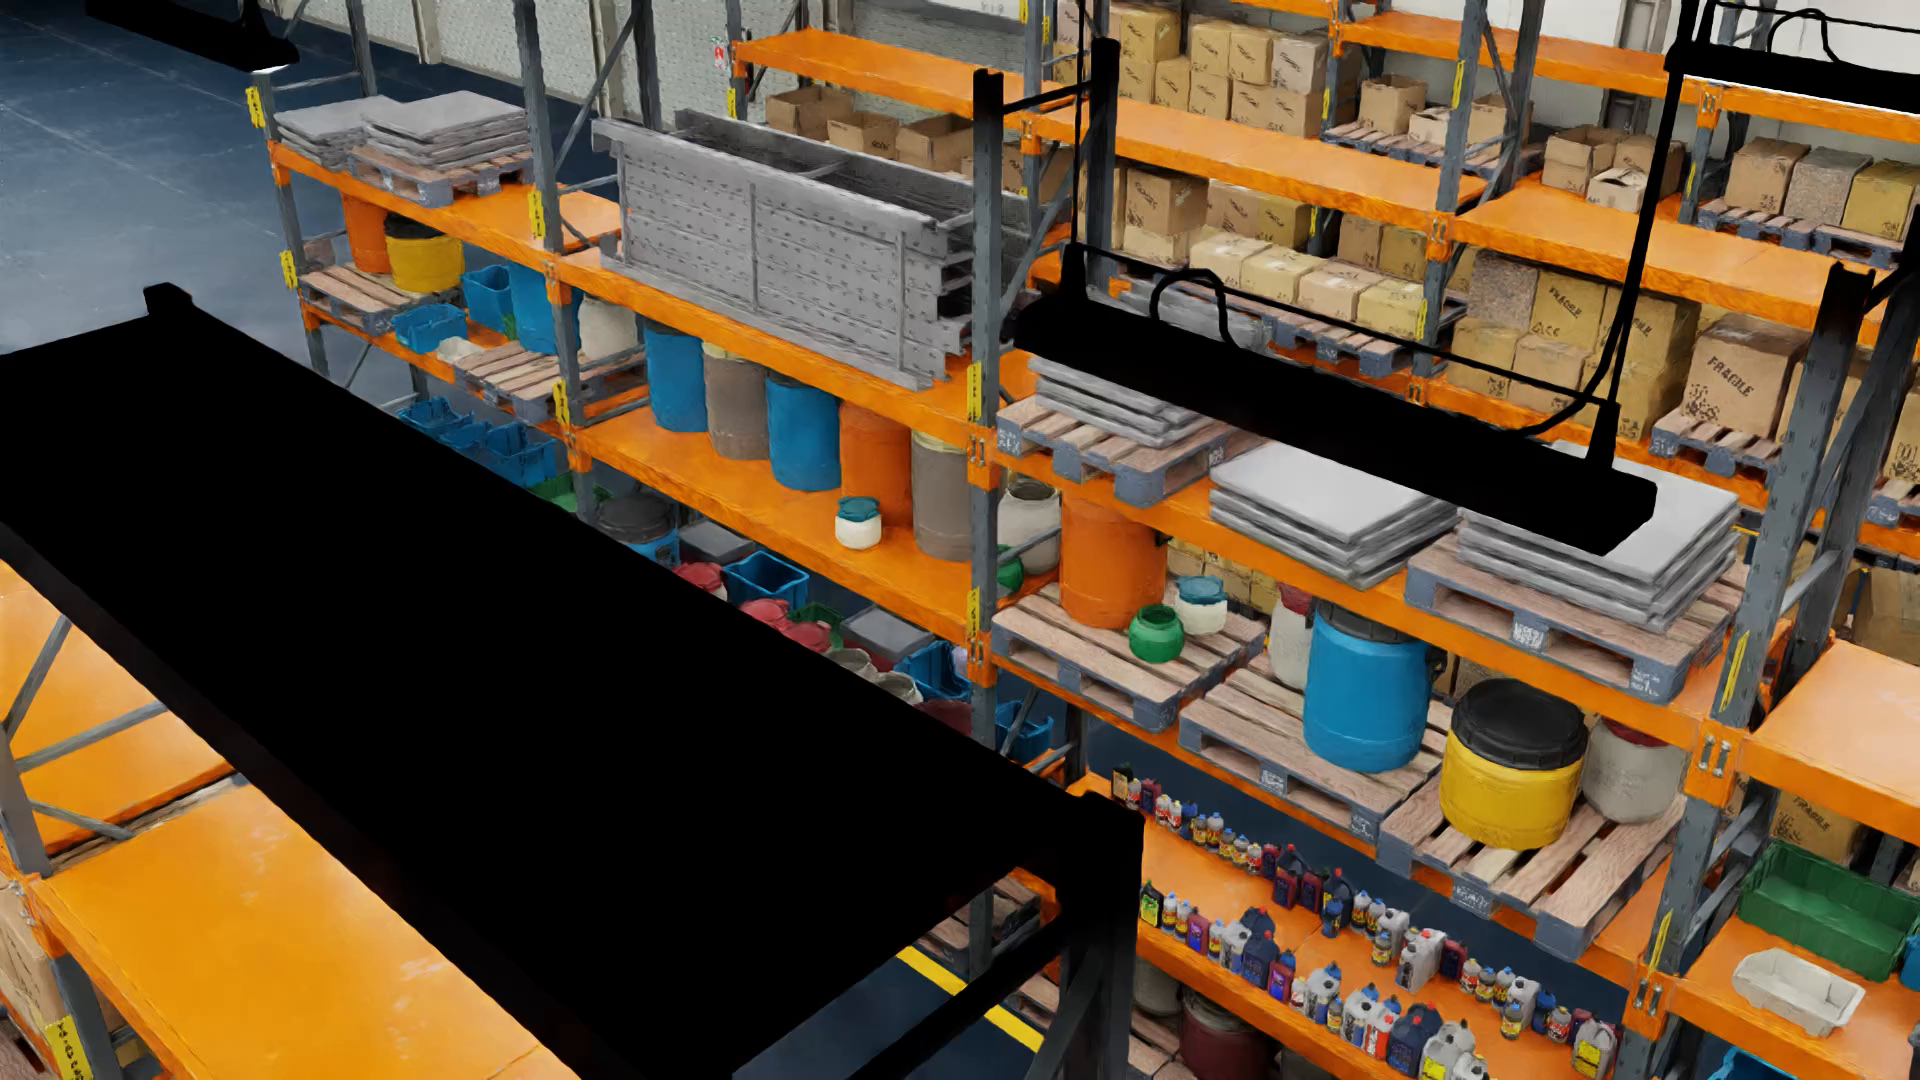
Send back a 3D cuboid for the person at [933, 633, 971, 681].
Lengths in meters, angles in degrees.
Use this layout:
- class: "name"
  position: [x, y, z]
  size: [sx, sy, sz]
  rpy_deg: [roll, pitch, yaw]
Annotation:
- class: "person"
  position: [-0.096, 1.287, 12.330]
  size: [0.478, 1.566, 0.996]
  rpy_deg: [-20, 35, -32]
